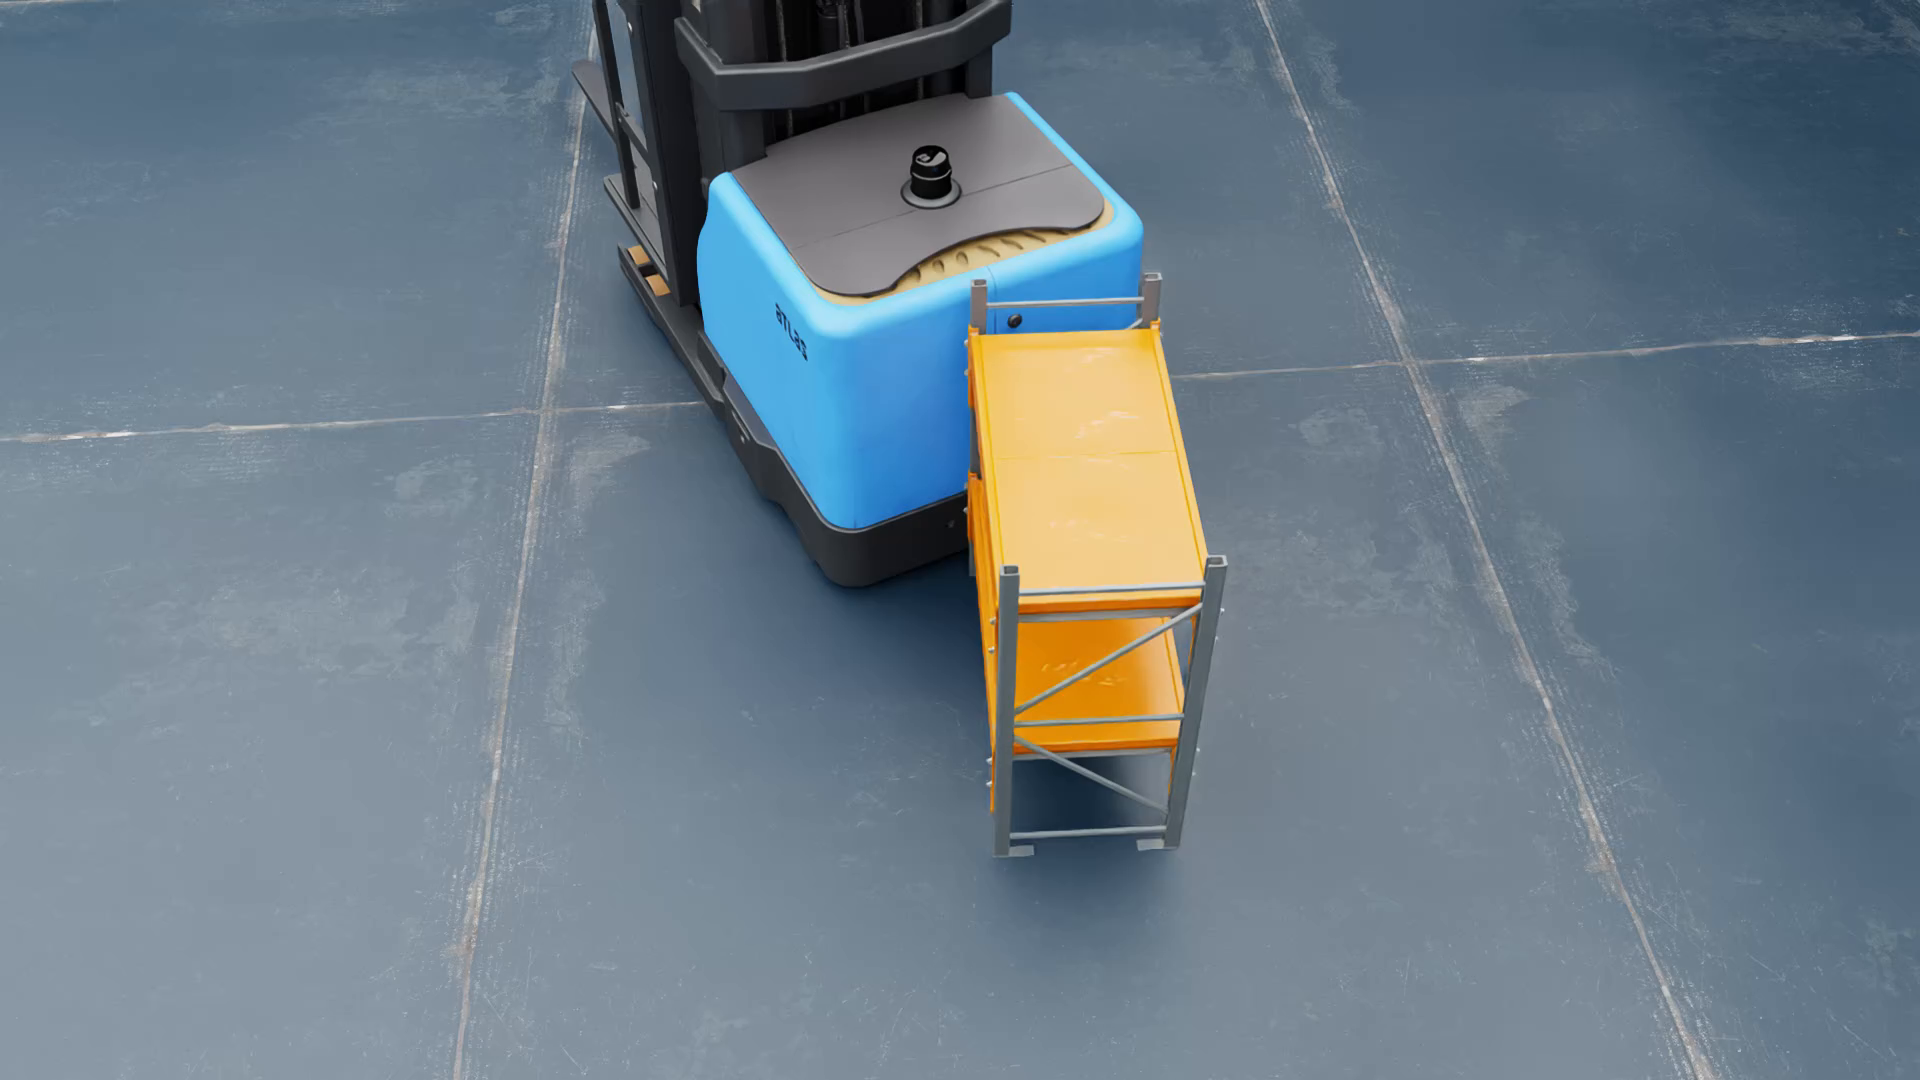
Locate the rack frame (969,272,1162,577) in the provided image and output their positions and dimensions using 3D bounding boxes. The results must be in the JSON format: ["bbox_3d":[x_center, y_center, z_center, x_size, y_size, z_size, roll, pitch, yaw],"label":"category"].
[{"bbox_3d":[0.278,-0.295,4.754,0.500,1.125,0.032,-2,47,-2],"label":"rack frame"}]

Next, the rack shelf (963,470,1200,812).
[{"bbox_3d":[0.308,0.242,4.583,0.538,0.278,1.000,-2,47,-2],"label":"rack shelf"}]

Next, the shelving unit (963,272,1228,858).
[{"bbox_3d":[0.308,0.074,4.405,0.538,1.125,1.048,-2,47,-2],"label":"shelving unit"}]

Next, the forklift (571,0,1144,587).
[{"bbox_3d":[-0.593,-1.940,5.069,1.130,2.935,3.031,-21,50,-18],"label":"forklift"}]

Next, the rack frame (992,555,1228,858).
[{"bbox_3d":[0.337,0.442,4.056,0.500,1.125,0.032,-2,47,-2],"label":"rack frame"}]

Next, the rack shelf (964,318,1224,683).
[{"bbox_3d":[0.308,-0.127,4.193,0.538,0.278,1.000,-2,47,-2],"label":"rack shelf"}]
